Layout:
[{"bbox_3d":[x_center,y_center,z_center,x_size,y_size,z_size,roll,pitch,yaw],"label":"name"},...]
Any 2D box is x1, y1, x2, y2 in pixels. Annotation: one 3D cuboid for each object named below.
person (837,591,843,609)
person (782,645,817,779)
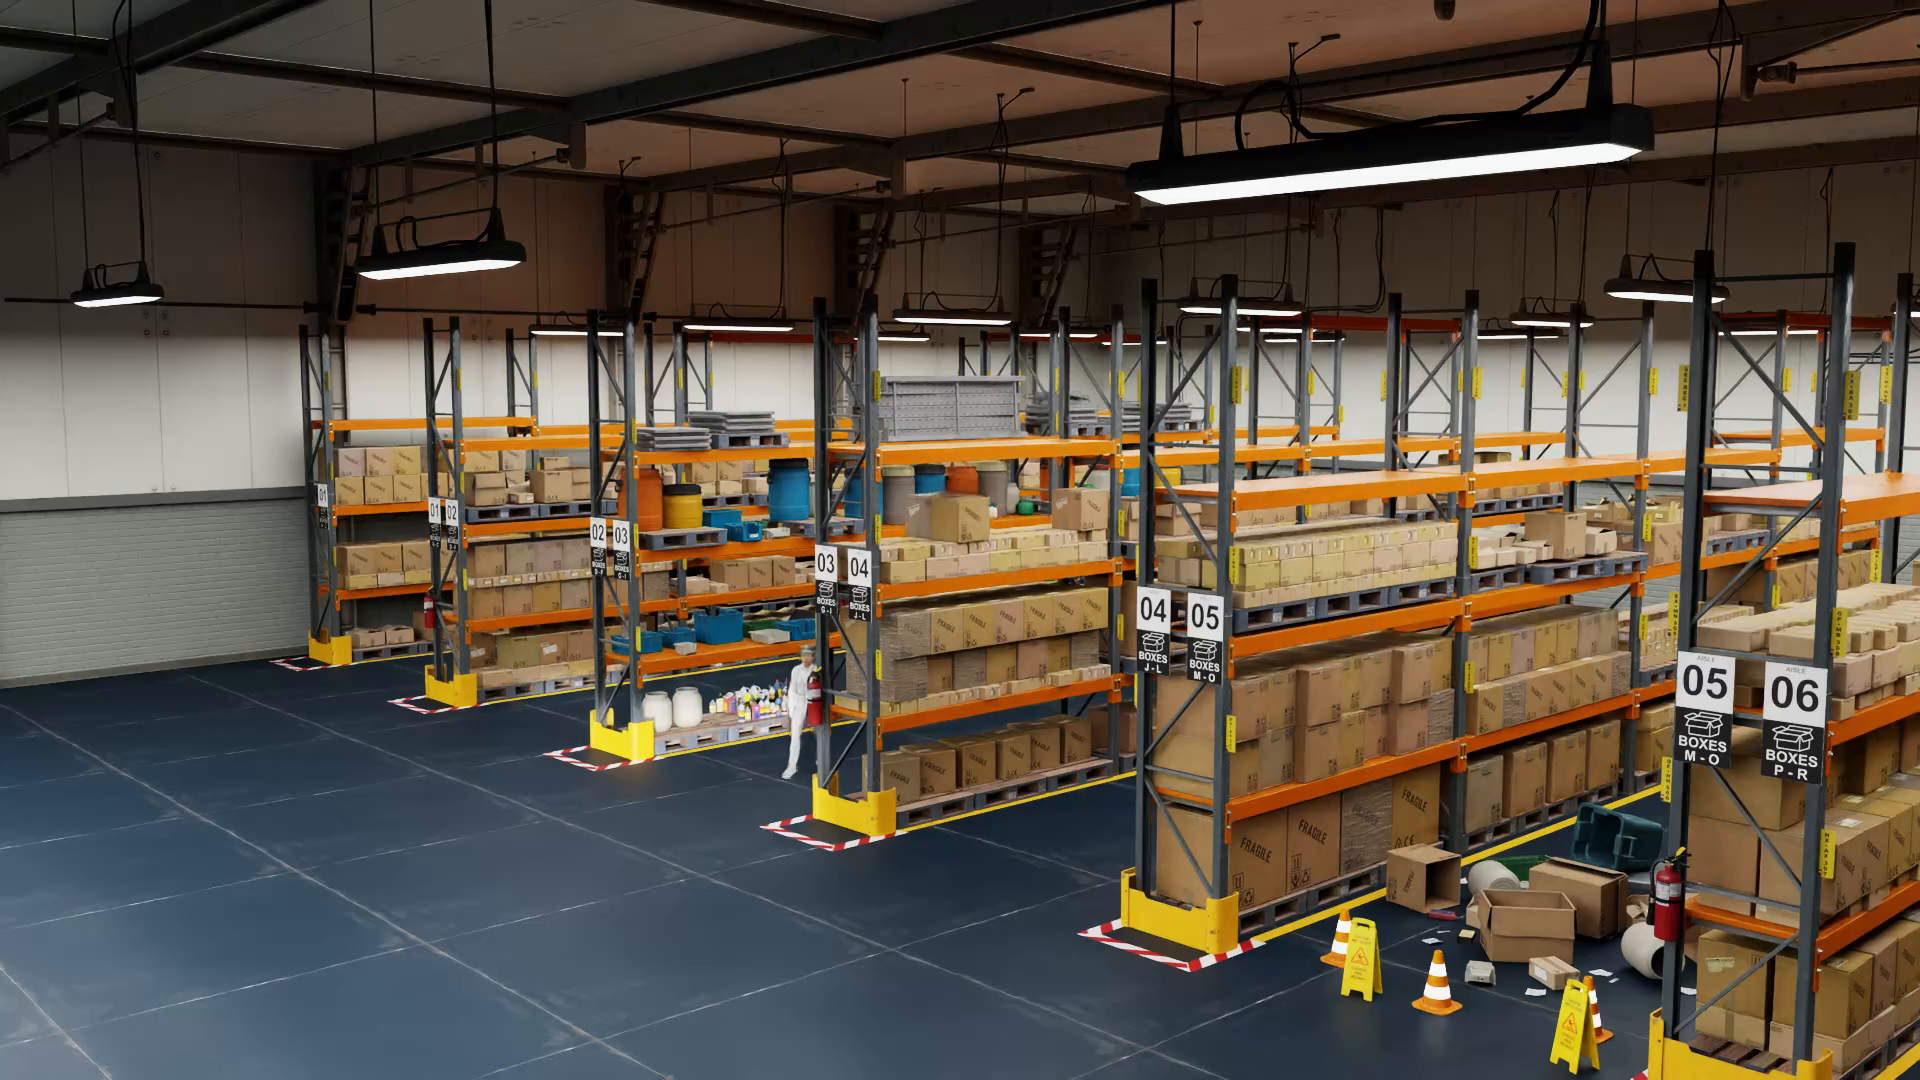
[{"bbox_3d":[-2.546,0.993,34.044,0.445,1.488,0.449,-2,6,-16],"label":"person"},{"bbox_3d":[-1.986,2.167,21.462,0.545,1.657,0.959,2,6,15],"label":"person"}]
